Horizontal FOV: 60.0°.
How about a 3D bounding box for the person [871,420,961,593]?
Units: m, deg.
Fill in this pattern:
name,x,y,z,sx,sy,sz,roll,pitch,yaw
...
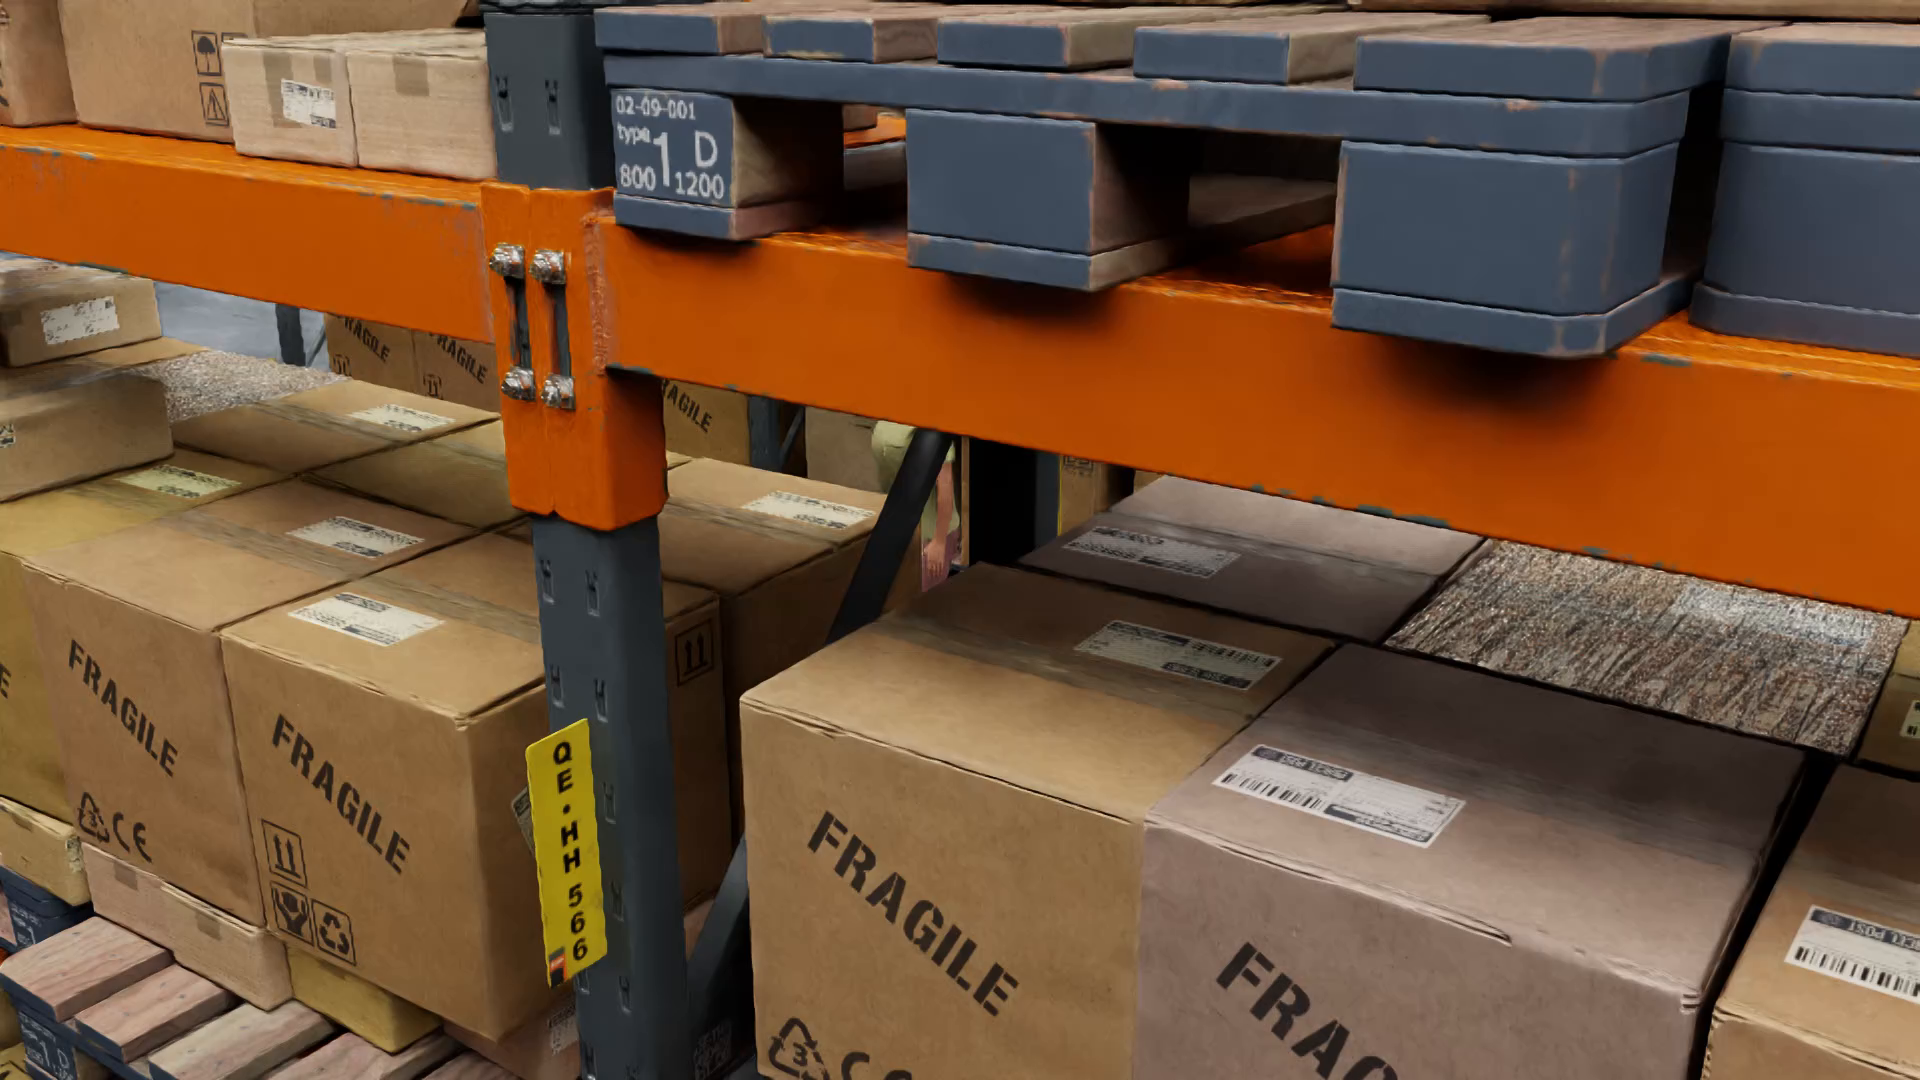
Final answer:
name,x,y,z,sx,sy,sz,roll,pitch,yaw
person,-0.121,-0.063,6.702,0.515,1.649,0.550,-11,23,-27
